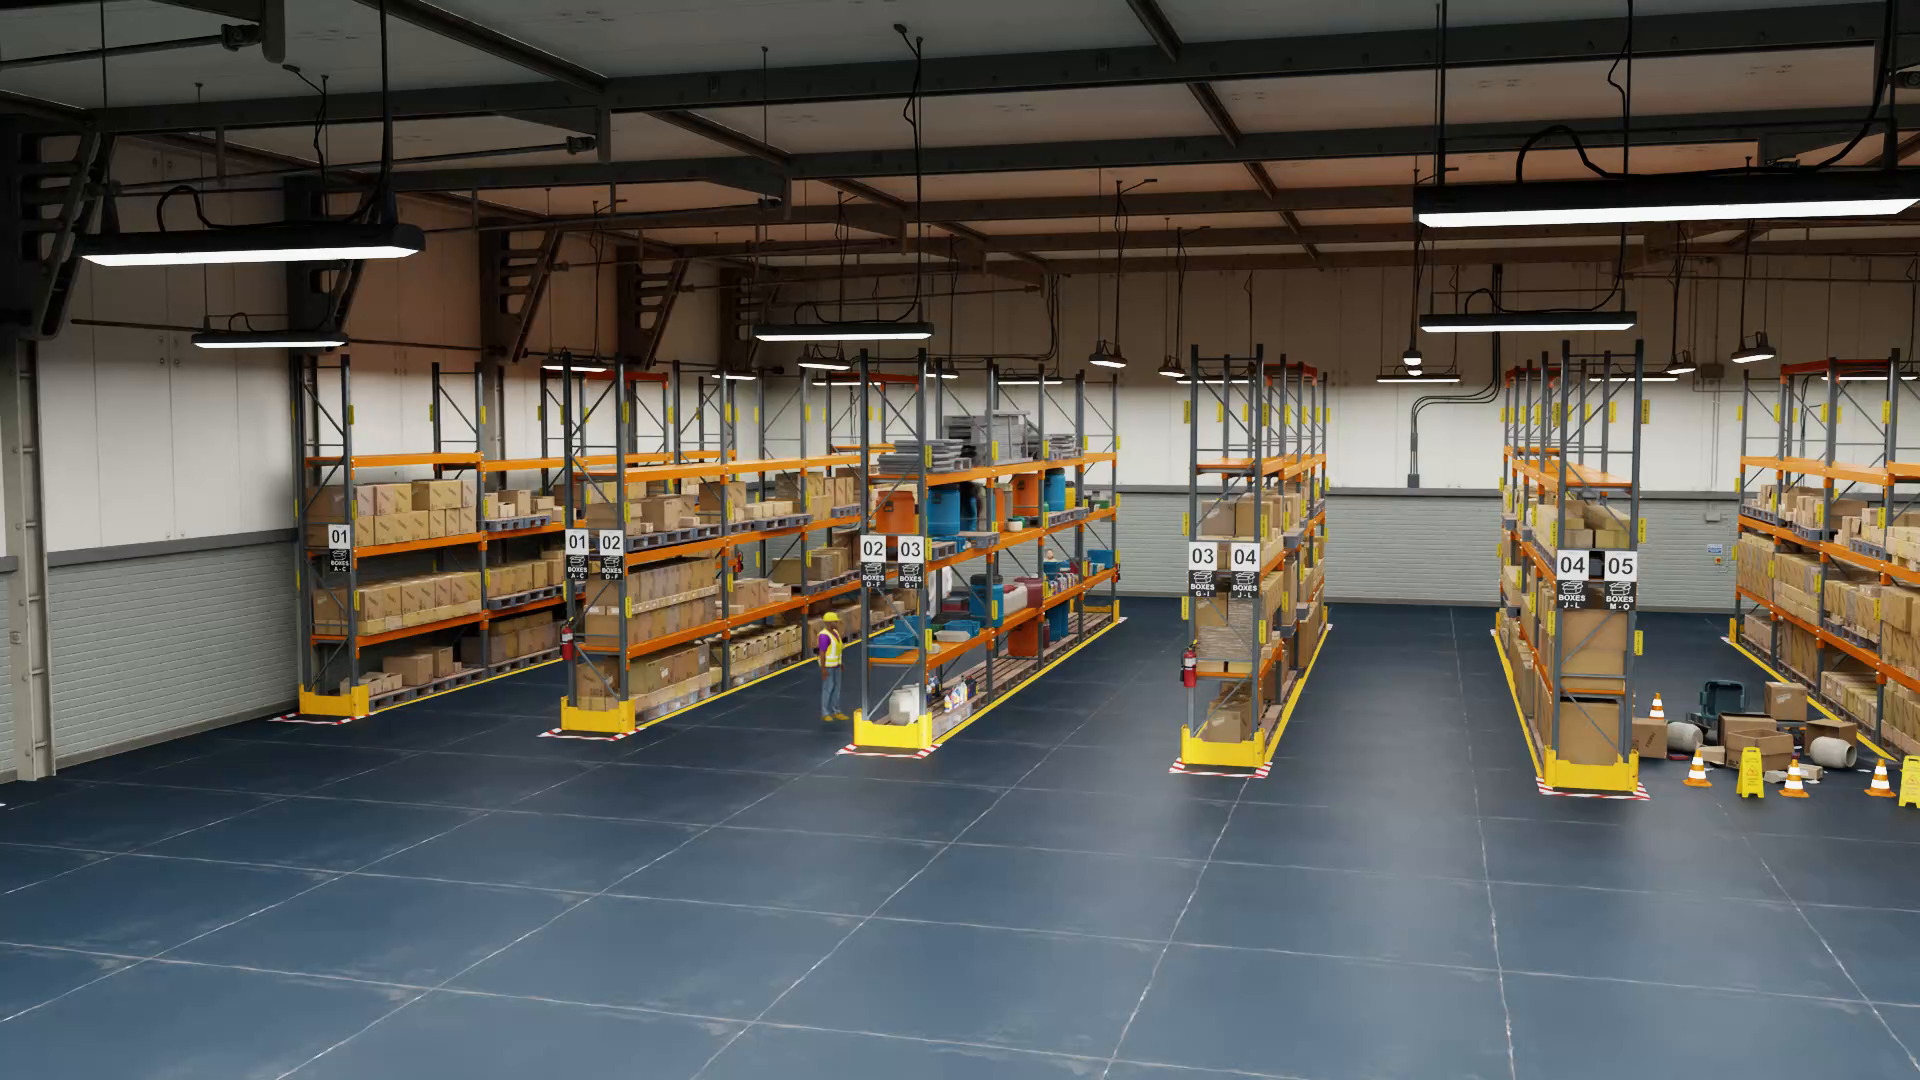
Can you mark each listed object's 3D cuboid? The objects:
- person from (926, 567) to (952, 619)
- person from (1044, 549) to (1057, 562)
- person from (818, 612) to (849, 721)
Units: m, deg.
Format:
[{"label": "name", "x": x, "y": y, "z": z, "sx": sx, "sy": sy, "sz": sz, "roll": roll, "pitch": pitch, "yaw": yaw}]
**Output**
[{"label": "person", "x": -0.509, "y": 1.209, "z": 38.723, "sx": 0.649, "sy": 1.719, "sz": 1.119, "roll": 1, "pitch": 4, "yaw": 15}, {"label": "person", "x": 2.233, "y": 1.032, "z": 41.868, "sx": 0.461, "sy": 1.619, "sz": 0.957, "roll": 0, "pitch": 4, "yaw": 5}, {"label": "person", "x": -2.071, "y": 2.054, "z": 26.981, "sx": 0.429, "sy": 1.774, "sz": 0.591, "roll": 2, "pitch": 5, "yaw": 25}]
